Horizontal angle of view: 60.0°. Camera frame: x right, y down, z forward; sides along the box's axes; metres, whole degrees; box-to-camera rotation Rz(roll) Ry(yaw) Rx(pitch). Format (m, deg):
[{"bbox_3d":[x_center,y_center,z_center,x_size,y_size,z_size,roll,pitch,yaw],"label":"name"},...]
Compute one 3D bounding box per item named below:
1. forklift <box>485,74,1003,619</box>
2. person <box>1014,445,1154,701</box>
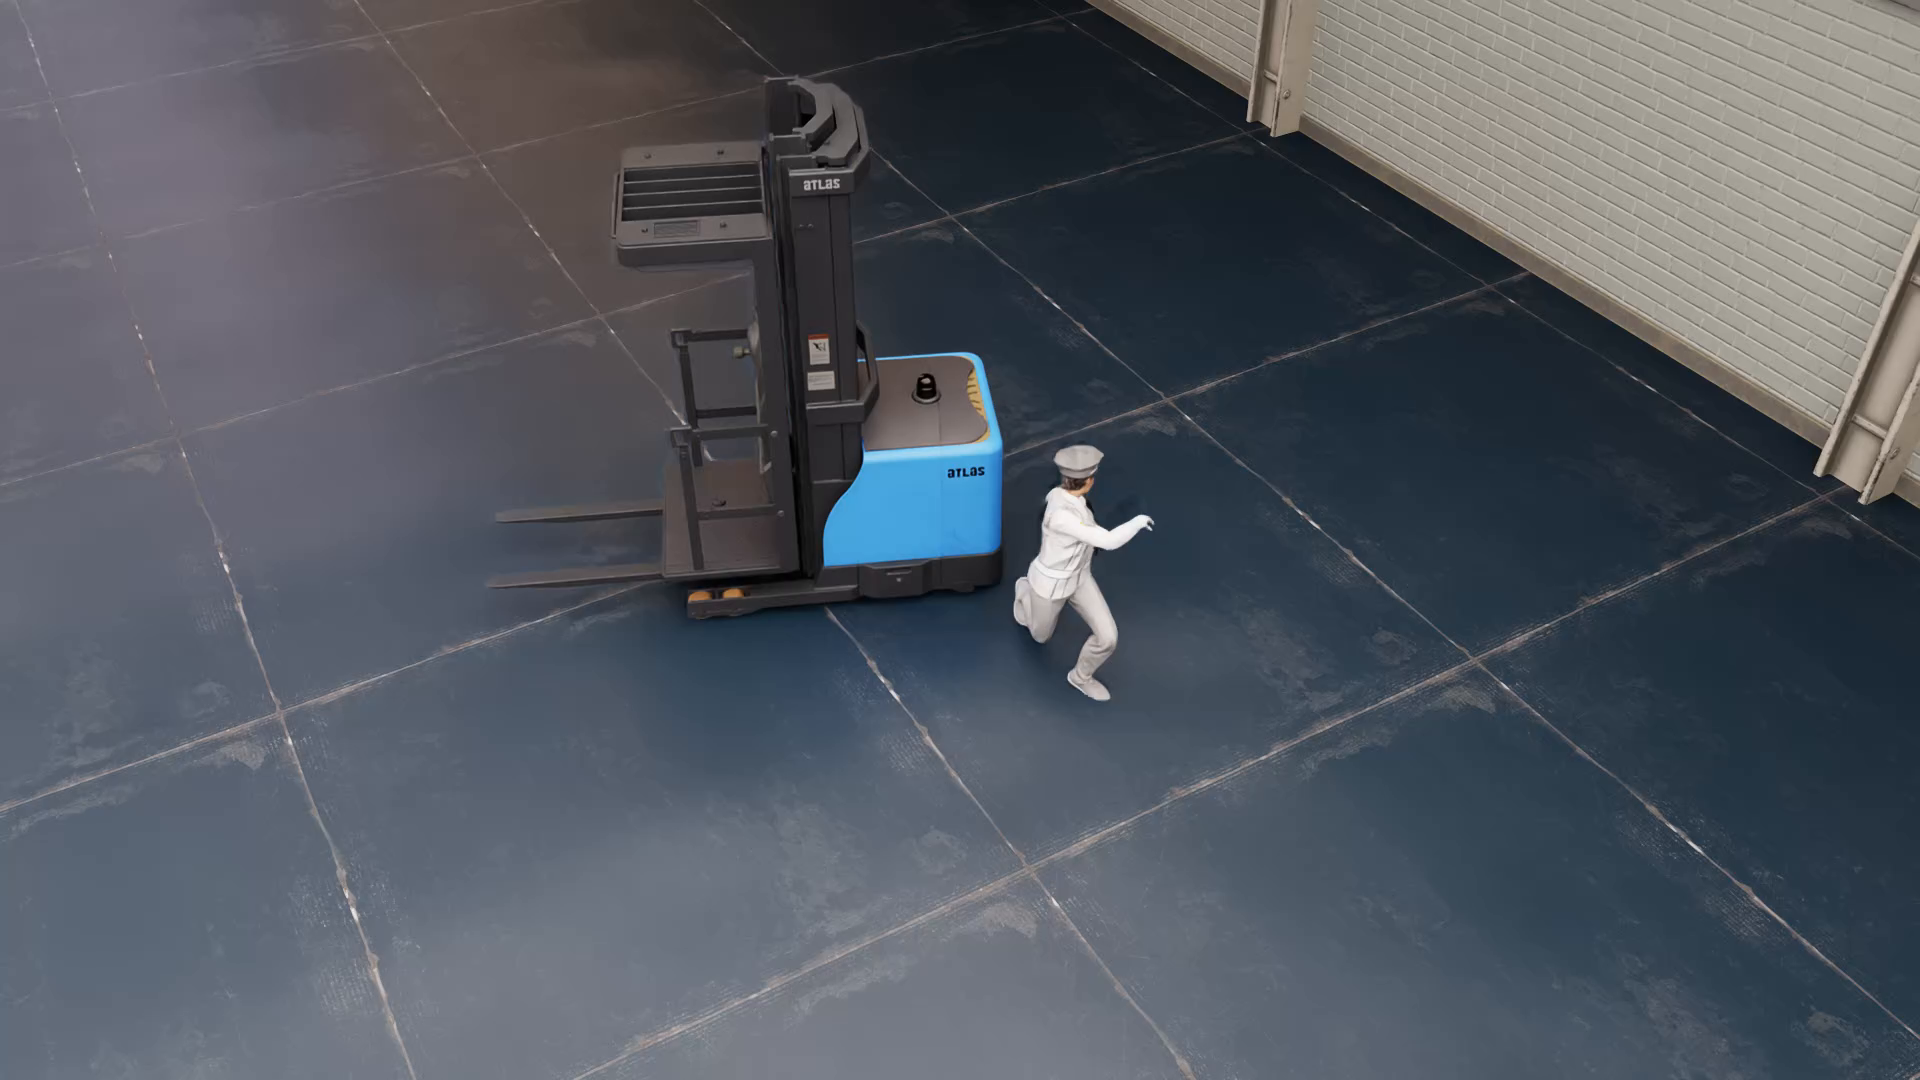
[{"bbox_3d":[-1.301,-1.023,9.269,3.031,2.935,1.130,-5,40,-6],"label":"forklift"},{"bbox_3d":[0.635,0.106,9.155,0.670,1.439,0.918,-30,48,-31],"label":"person"}]
